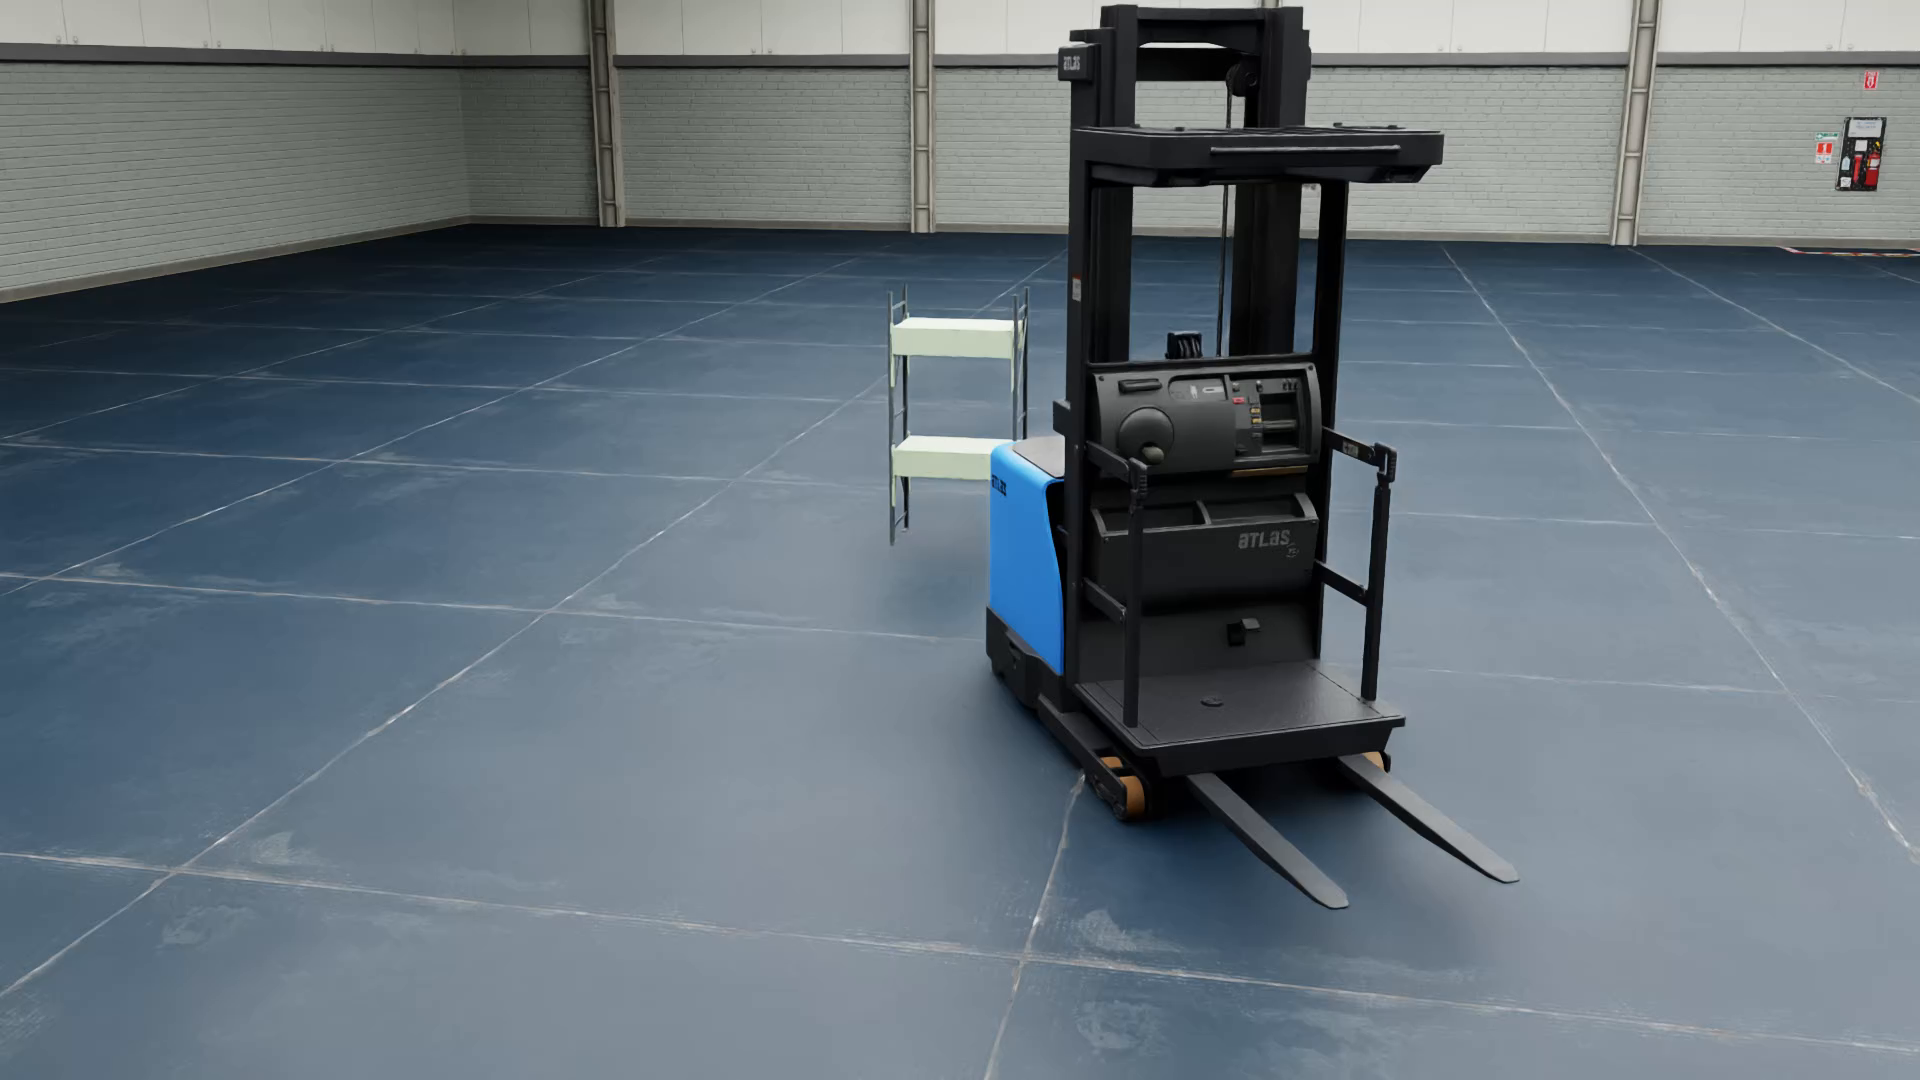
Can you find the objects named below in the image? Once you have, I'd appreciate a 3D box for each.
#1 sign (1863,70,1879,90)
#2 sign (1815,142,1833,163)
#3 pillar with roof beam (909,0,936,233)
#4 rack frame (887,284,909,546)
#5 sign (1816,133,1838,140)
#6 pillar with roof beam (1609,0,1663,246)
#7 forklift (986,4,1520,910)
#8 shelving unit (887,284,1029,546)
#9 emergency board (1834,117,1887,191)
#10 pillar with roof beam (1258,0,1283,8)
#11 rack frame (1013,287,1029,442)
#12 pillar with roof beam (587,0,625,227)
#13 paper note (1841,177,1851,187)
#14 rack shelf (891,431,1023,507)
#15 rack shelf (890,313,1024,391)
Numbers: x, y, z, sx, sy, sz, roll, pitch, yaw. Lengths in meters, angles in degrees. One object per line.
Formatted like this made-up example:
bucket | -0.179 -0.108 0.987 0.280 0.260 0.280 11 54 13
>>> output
sign | 14.577 -7.362 26.610 0.199 0.298 0.001 3 16 11
sign | 14.044 -6.292 27.022 0.234 0.329 0.001 3 16 11
pillar with roof beam | -1.518 -8.800 24.903 0.400 9.000 9.100 3 16 11
rack frame | -0.365 -0.743 9.863 0.023 1.500 0.400 3 16 11
sign | 14.046 -6.545 26.942 0.331 0.109 0.001 3 16 11
pillar with roof beam | 10.241 -8.162 22.599 0.400 9.000 9.100 3 16 11
forklift | 1.029 -0.483 6.245 1.130 2.935 3.031 -5 16 -16
shelving unit | -0.007 -0.723 9.793 0.755 1.500 0.431 3 16 11
emergency board | 14.565 -6.219 26.823 0.643 1.169 0.194 3 16 11
pillar with roof beam | 4.362 -8.481 23.751 0.400 9.000 9.100 3 16 11
rack frame | 0.352 -0.704 9.723 0.023 1.500 0.400 3 16 11
pillar with roof beam | -7.398 -9.119 26.056 0.400 9.000 9.100 3 16 11
paper note | 14.405 -5.822 27.040 0.142 0.148 0.016 3 16 11
rack shelf | -0.007 -0.409 9.880 0.720 0.370 0.431 3 16 11
rack shelf | -0.007 -1.099 9.689 0.720 0.370 0.431 3 16 11
